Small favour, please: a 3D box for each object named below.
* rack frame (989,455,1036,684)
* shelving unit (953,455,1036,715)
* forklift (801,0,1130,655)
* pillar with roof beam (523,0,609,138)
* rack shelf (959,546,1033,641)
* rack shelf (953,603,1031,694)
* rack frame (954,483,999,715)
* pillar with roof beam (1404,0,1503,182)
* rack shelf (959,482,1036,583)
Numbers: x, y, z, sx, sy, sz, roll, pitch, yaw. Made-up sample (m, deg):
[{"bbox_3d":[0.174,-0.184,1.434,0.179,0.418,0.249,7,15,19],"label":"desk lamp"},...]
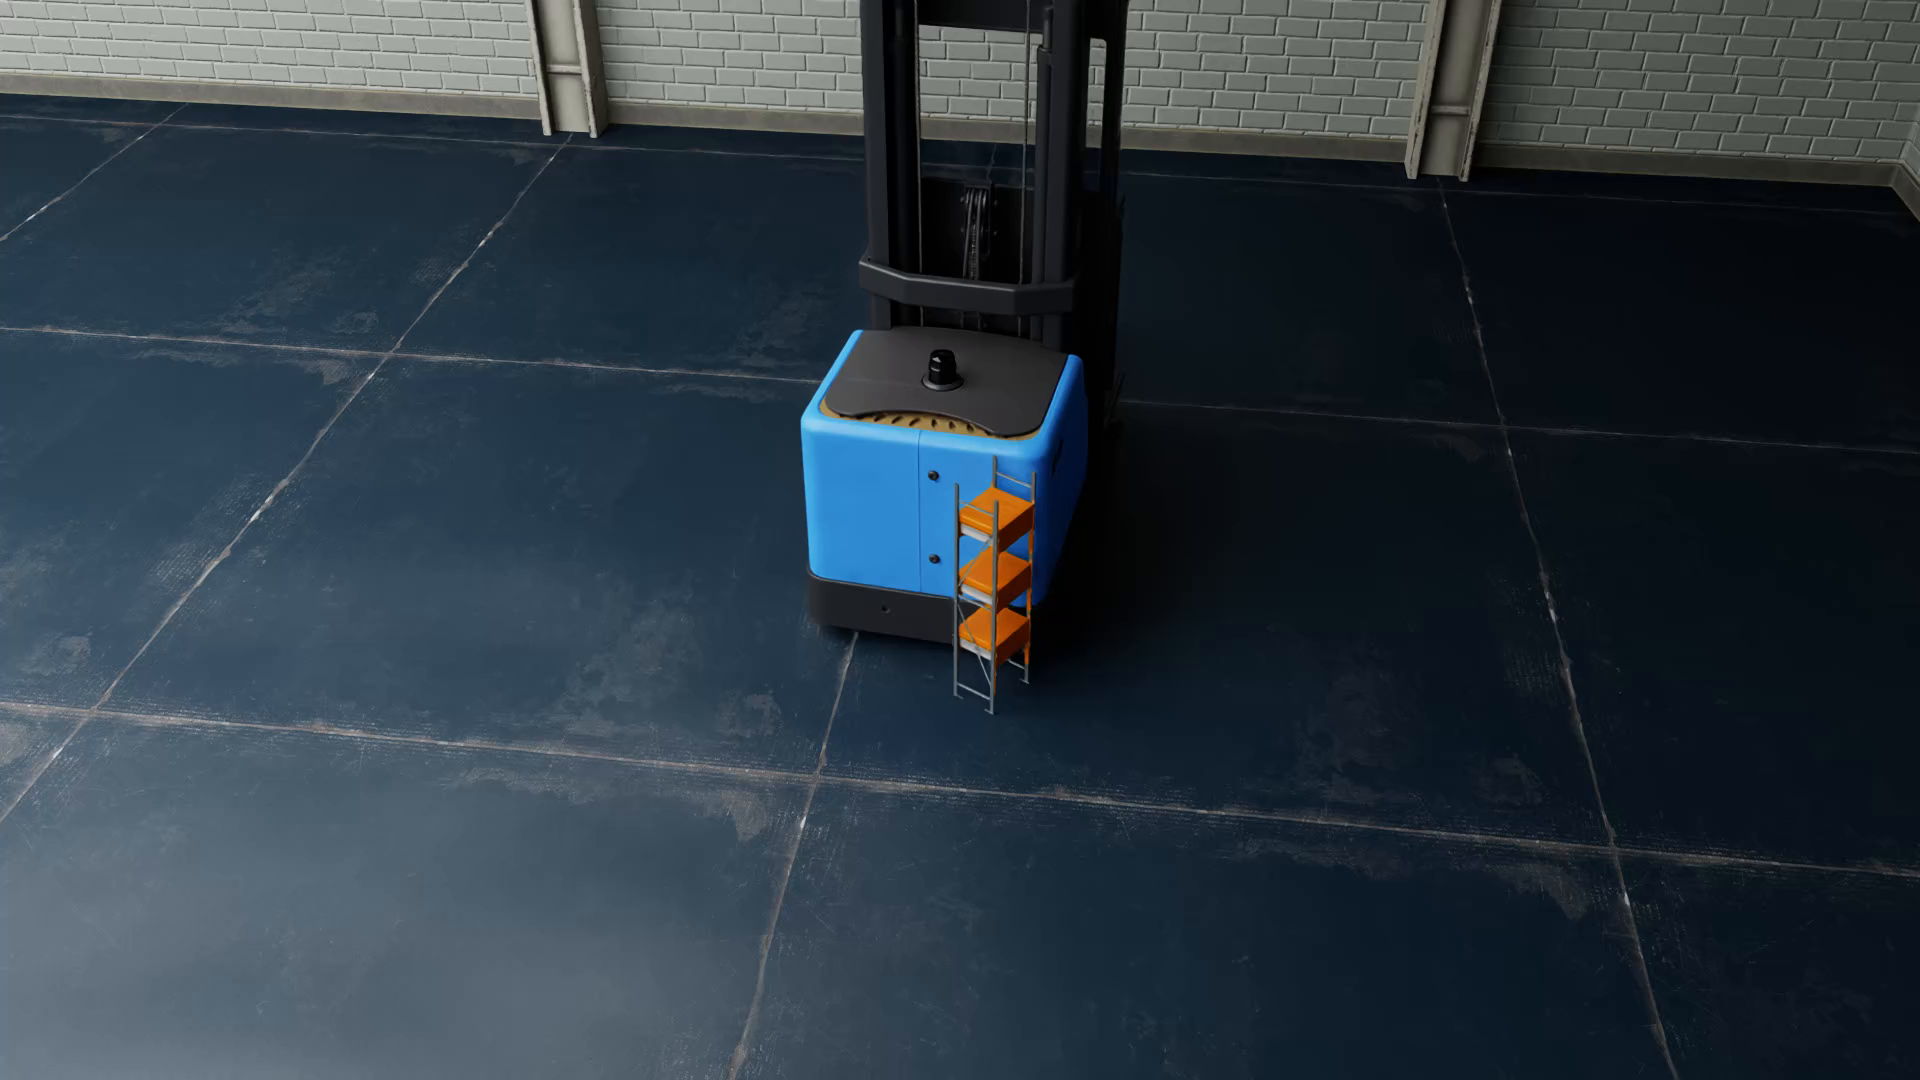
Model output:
[{"bbox_3d":[0.205,0.135,6.656,0.200,1.050,0.008,24,42,29],"label":"rack frame"},{"bbox_3d":[0.132,0.191,6.577,0.215,1.050,0.252,24,42,29],"label":"shelving unit"},{"bbox_3d":[0.191,-1.568,7.425,1.130,2.935,3.031,8,36,11],"label":"forklift"},{"bbox_3d":[-3.280,-4.123,5.781,0.400,9.000,9.100,4,36,6],"label":"pillar with roof beam"},{"bbox_3d":[0.132,0.200,6.583,0.215,0.259,0.240,24,42,29],"label":"rack shelf"},{"bbox_3d":[0.131,0.426,6.745,0.215,0.259,0.240,24,42,29],"label":"rack shelf"},{"bbox_3d":[0.059,0.248,6.498,0.200,1.050,0.008,24,42,29],"label":"rack frame"},{"bbox_3d":[2.672,-3.679,5.159,0.400,9.000,9.100,4,36,6],"label":"pillar with roof beam"},{"bbox_3d":[0.133,-0.030,6.418,0.215,0.259,0.240,24,42,29],"label":"rack shelf"}]
